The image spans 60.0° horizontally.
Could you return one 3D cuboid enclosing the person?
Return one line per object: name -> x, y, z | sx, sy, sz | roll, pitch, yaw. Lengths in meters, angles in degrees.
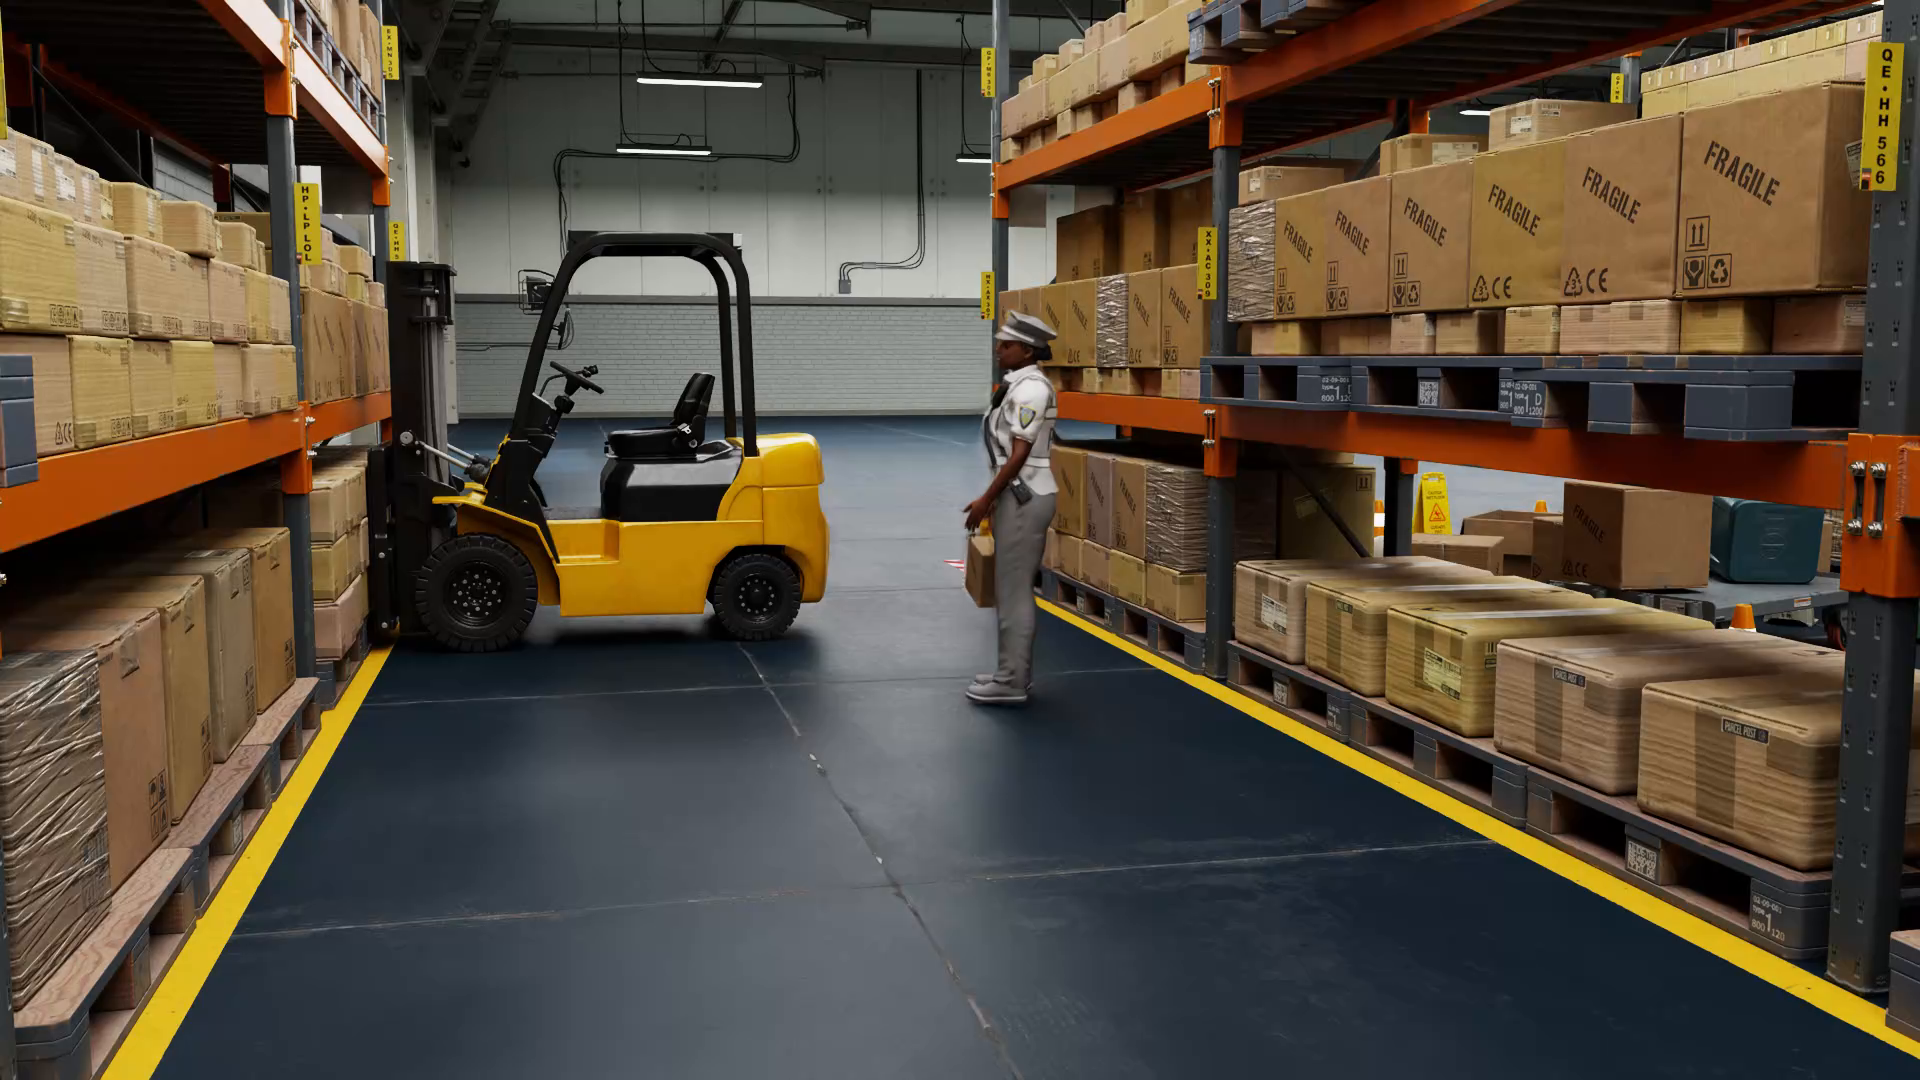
person -> 0.259, -0.051, 7.230 | 0.328, 1.361, 0.418 | 0, 6, -3
